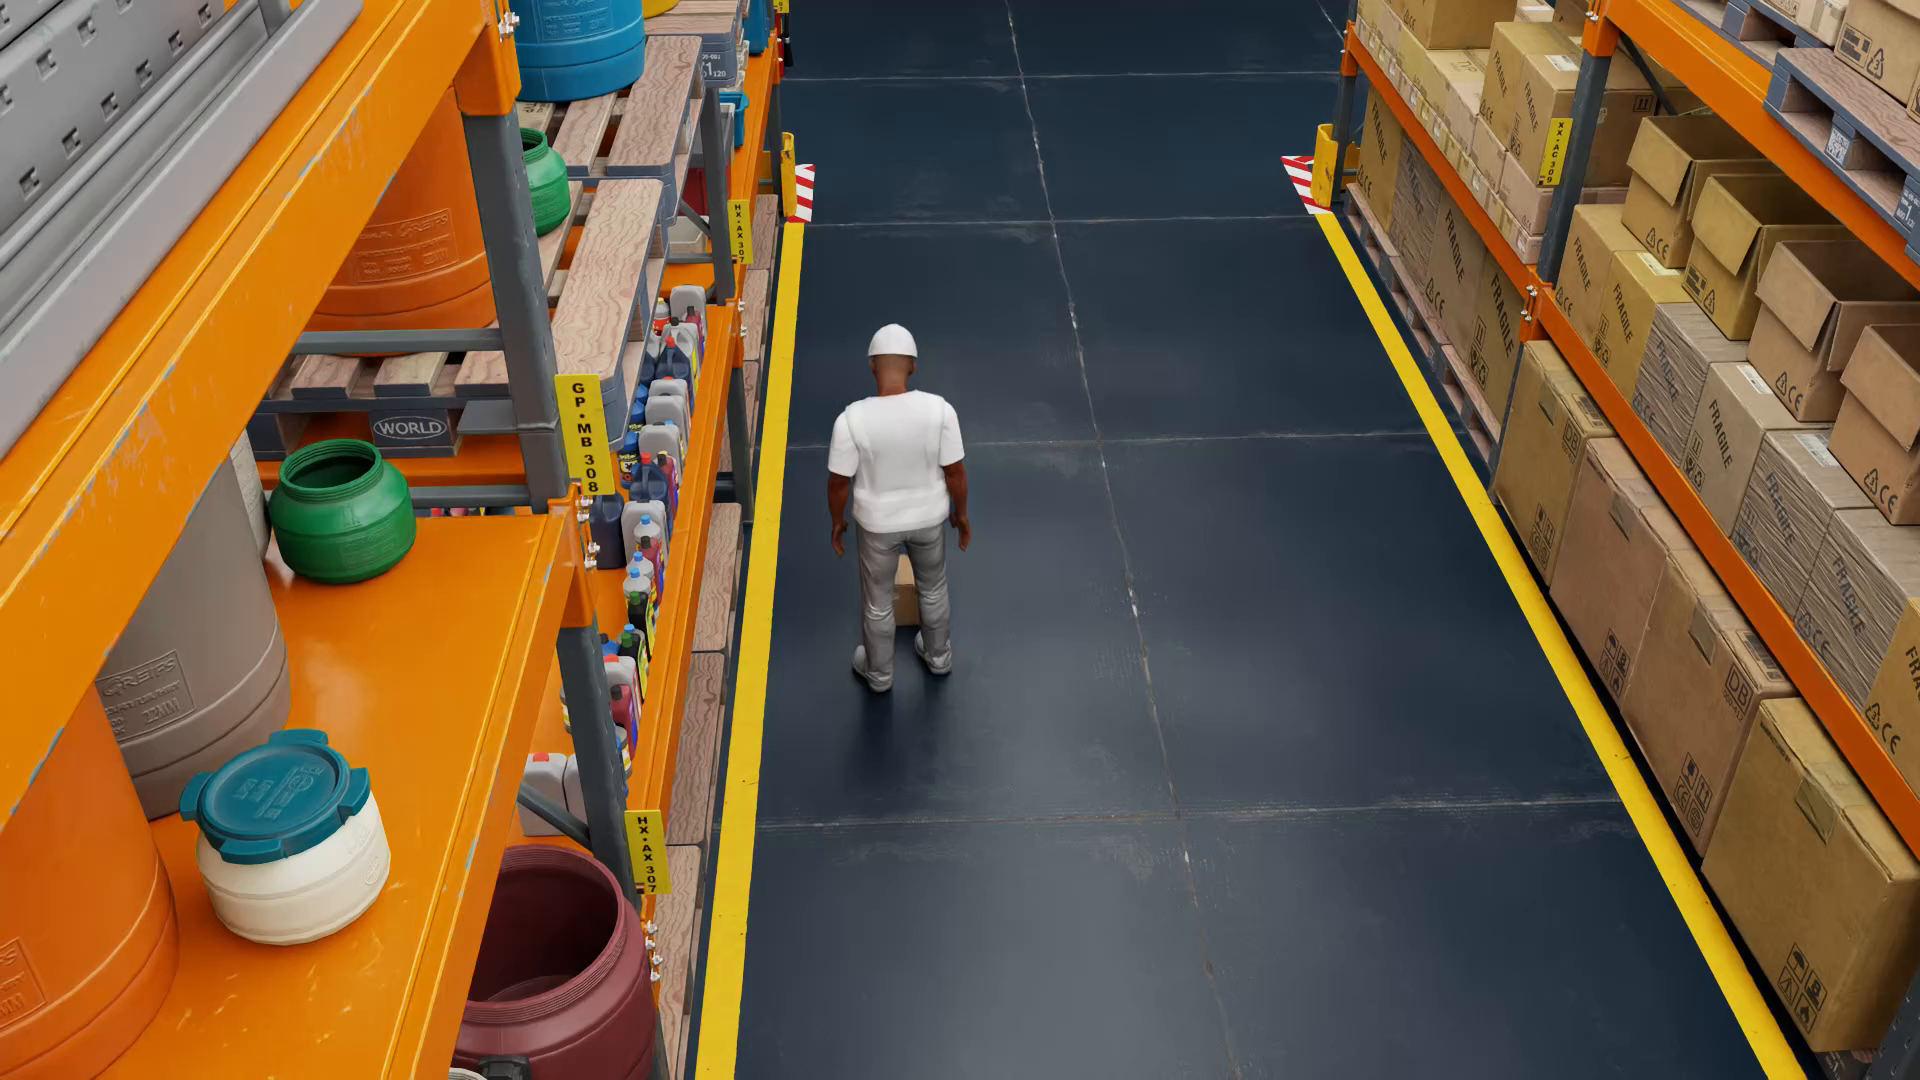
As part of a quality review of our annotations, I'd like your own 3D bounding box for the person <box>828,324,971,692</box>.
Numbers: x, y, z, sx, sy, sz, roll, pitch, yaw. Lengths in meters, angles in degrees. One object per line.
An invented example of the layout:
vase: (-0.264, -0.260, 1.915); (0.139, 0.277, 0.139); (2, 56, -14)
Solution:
person: (-0.276, -0.121, 7.270); (0.610, 1.753, 0.408); (-7, 36, -10)
